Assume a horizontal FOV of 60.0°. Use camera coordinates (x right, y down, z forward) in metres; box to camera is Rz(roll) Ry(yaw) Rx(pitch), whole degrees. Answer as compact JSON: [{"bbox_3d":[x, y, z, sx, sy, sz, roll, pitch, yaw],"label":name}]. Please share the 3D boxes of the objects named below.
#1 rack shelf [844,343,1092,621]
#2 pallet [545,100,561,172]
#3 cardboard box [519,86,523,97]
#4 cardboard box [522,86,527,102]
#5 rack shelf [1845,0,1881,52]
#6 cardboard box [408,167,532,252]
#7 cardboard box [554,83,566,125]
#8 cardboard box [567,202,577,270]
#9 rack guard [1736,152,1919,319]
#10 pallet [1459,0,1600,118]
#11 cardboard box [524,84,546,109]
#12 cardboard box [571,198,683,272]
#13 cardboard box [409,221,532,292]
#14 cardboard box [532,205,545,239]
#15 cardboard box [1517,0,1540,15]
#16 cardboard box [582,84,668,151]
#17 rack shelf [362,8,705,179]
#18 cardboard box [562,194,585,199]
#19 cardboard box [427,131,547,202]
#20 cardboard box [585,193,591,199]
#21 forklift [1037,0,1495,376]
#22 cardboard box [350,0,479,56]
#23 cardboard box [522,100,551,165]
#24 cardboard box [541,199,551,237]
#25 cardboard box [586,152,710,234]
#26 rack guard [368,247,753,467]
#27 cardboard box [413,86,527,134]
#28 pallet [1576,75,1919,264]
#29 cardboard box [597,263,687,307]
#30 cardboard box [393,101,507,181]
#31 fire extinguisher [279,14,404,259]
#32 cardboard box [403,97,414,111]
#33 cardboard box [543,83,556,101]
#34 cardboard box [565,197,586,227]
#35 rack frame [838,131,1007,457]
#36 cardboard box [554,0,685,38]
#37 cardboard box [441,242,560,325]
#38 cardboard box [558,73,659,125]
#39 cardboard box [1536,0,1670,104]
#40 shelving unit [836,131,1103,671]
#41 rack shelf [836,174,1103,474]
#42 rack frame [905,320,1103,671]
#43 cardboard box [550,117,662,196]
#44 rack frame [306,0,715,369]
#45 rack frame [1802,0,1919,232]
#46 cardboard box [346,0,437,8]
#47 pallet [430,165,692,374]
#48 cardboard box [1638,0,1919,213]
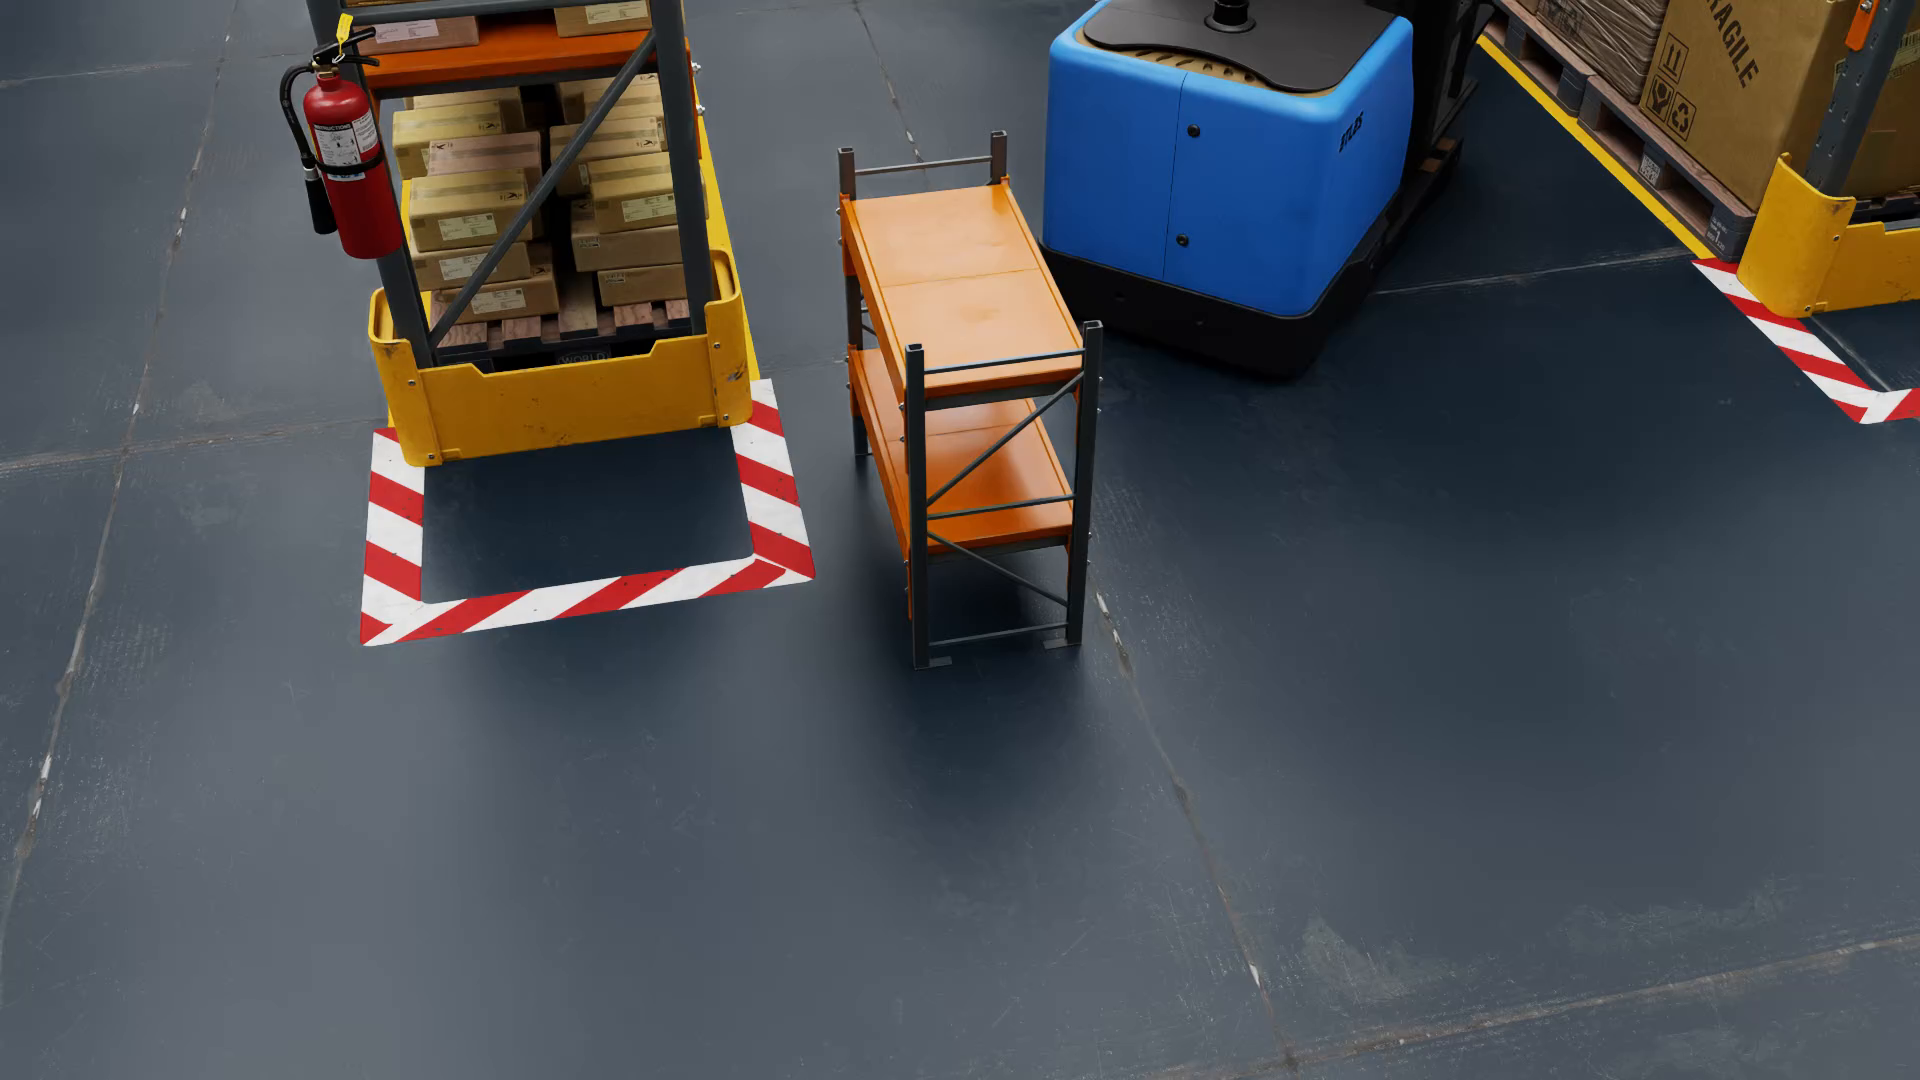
[{"bbox_3d":[0.001,-0.233,5.034,0.538,0.278,1.000,-8,42,-9],"label":"rack shelf"},{"bbox_3d":[-1.712,-1.828,7.151,1.003,0.211,1.213,-8,42,-9],"label":"pallet"},{"bbox_3d":[-1.962,-1.844,6.674,0.380,0.149,0.250,-6,42,-7],"label":"cardboard box"},{"bbox_3d":[-1.961,-1.734,6.775,0.380,0.149,0.250,-8,42,-8],"label":"cardboard box"},{"bbox_3d":[3.139,-3.174,7.107,1.077,0.370,4.000,-8,42,-9],"label":"rack shelf"},{"bbox_3d":[-1.656,-1.121,5.637,0.380,0.149,0.250,-8,42,-9],"label":"cardboard box"},{"bbox_3d":[-1.400,-1.751,6.570,0.380,0.149,0.250,-10,43,-11],"label":"cardboard box"},{"bbox_3d":[-1.231,-1.135,6.101,0.380,0.149,0.250,-9,42,-9],"label":"cardboard box"},{"bbox_3d":[3.576,-1.196,6.220,1.175,0.500,0.348,-8,42,-9],"label":"rack guard"},{"bbox_3d":[3.062,-2.400,7.794,1.003,0.211,1.213,-8,42,-9],"label":"pallet"},{"bbox_3d":[-1.942,-1.908,6.971,0.380,0.149,0.250,-7,42,-8],"label":"cardboard box"},{"bbox_3d":[-1.157,-1.079,5.814,0.380,0.149,0.250,-7,42,-7],"label":"cardboard box"},{"bbox_3d":[-1.687,-1.004,5.729,0.380,0.149,0.250,-9,42,-10],"label":"cardboard box"},{"bbox_3d":[-1.691,-1.181,5.929,0.380,0.149,0.250,-9,42,-10],"label":"cardboard box"},{"bbox_3d":[2.966,-3.079,7.743,0.875,0.875,0.875,-8,42,-9],"label":"cardboard box"},{"bbox_3d":[-1.182,-1.546,6.115,0.380,0.149,0.250,-8,42,-9],"label":"cardboard box"},{"bbox_3d":[-1.726,-2.528,6.381,1.077,0.370,4.000,-8,42,-9],"label":"rack shelf"},{"bbox_3d":[-1.300,-1.411,6.187,0.380,0.149,0.250,-8,42,-9],"label":"cardboard box"},{"bbox_3d":[-1.654,-1.292,5.829,0.380,0.149,0.250,-8,42,-8],"label":"cardboard box"},{"bbox_3d":[-1.161,-1.265,6.023,0.380,0.149,0.250,-9,42,-9],"label":"cardboard box"},{"bbox_3d":[1.440,-2.633,6.008,1.130,2.935,3.031,20,45,21],"label":"forklift"},{"bbox_3d":[-1.641,-1.578,4.957,0.380,0.149,0.250,-8,42,-9],"label":"cardboard box"},{"bbox_3d":[-1.758,-1.530,6.321,0.380,0.149,0.250,-9,42,-10],"label":"cardboard box"},{"bbox_3d":[-1.739,-1.239,6.217,0.380,0.149,0.250,-9,42,-9],"label":"cardboard box"},{"bbox_3d":[-1.076,-1.203,5.728,0.380,0.149,0.250,-10,43,-11],"label":"cardboard box"},{"bbox_3d":[-1.311,-0.615,5.567,1.175,0.500,0.348,-8,42,-9],"label":"rack guard"},{"bbox_3d":[-1.828,-1.619,6.197,0.380,0.149,0.250,-10,43,-11],"label":"cardboard box"},{"bbox_3d":[3.321,-1.610,6.905,1.003,0.211,1.213,-8,42,-9],"label":"pallet"},{"bbox_3d":[-1.095,-0.977,5.923,0.380,0.149,0.250,-8,42,-8],"label":"cardboard box"},{"bbox_3d":[-1.834,-1.442,5.998,0.380,0.149,0.250,-9,42,-10],"label":"cardboard box"},{"bbox_3d":[-1.691,-1.103,4.572,0.296,0.674,0.183,-8,42,-9],"label":"fire extinguisher"},{"bbox_3d":[-1.941,-1.785,6.384,0.380,0.149,0.250,-7,42,-8],"label":"cardboard box"},{"bbox_3d":[-1.498,-1.921,6.762,0.380,0.149,0.250,-6,42,-7],"label":"cardboard box"},{"bbox_3d":[-1.292,-1.295,6.281,0.380,0.149,0.250,-8,42,-9],"label":"cardboard box"},{"bbox_3d":[-0.108,-0.746,5.243,0.500,1.125,0.032,-8,42,-9],"label":"rack frame"},{"bbox_3d":[-1.044,-1.664,5.054,0.380,0.149,0.250,-9,42,-10],"label":"cardboard box"},{"bbox_3d":[-1.612,-0.903,5.839,0.380,0.149,0.250,-8,42,-9],"label":"cardboard box"},{"bbox_3d":[-1.316,-1.695,6.283,0.380,0.149,0.250,-10,43,-11],"label":"cardboard box"},{"bbox_3d":[3.158,-2.502,7.093,0.875,0.875,0.875,-8,42,-9],"label":"cardboard box"},{"bbox_3d":[0.001,-0.416,4.872,0.538,1.125,1.048,-8,42,-9],"label":"shelving unit"},{"bbox_3d":[0.001,-0.635,4.677,0.538,0.278,1.000,-8,42,-9],"label":"rack shelf"},{"bbox_3d":[0.111,-0.087,4.500,0.500,1.125,0.032,-8,42,-9],"label":"rack frame"},{"bbox_3d":[-1.253,-1.364,5.910,0.380,0.149,0.250,-8,42,-9],"label":"cardboard box"},{"bbox_3d":[-1.294,-1.501,4.681,1.000,3.000,0.127,-8,42,-9],"label":"rack frame"},{"bbox_3d":[3.570,-2.146,5.408,1.000,3.000,0.127,-8,42,-9],"label":"rack frame"},{"bbox_3d":[-1.643,-1.904,4.836,0.500,0.500,0.500,-8,42,-8],"label":"cardboard box"},{"bbox_3d":[-1.452,-1.039,6.262,1.003,0.211,1.213,-8,42,-9],"label":"pallet"},{"bbox_3d":[3.354,-1.912,6.429,0.875,0.875,0.875,-8,42,-9],"label":"cardboard box"}]
